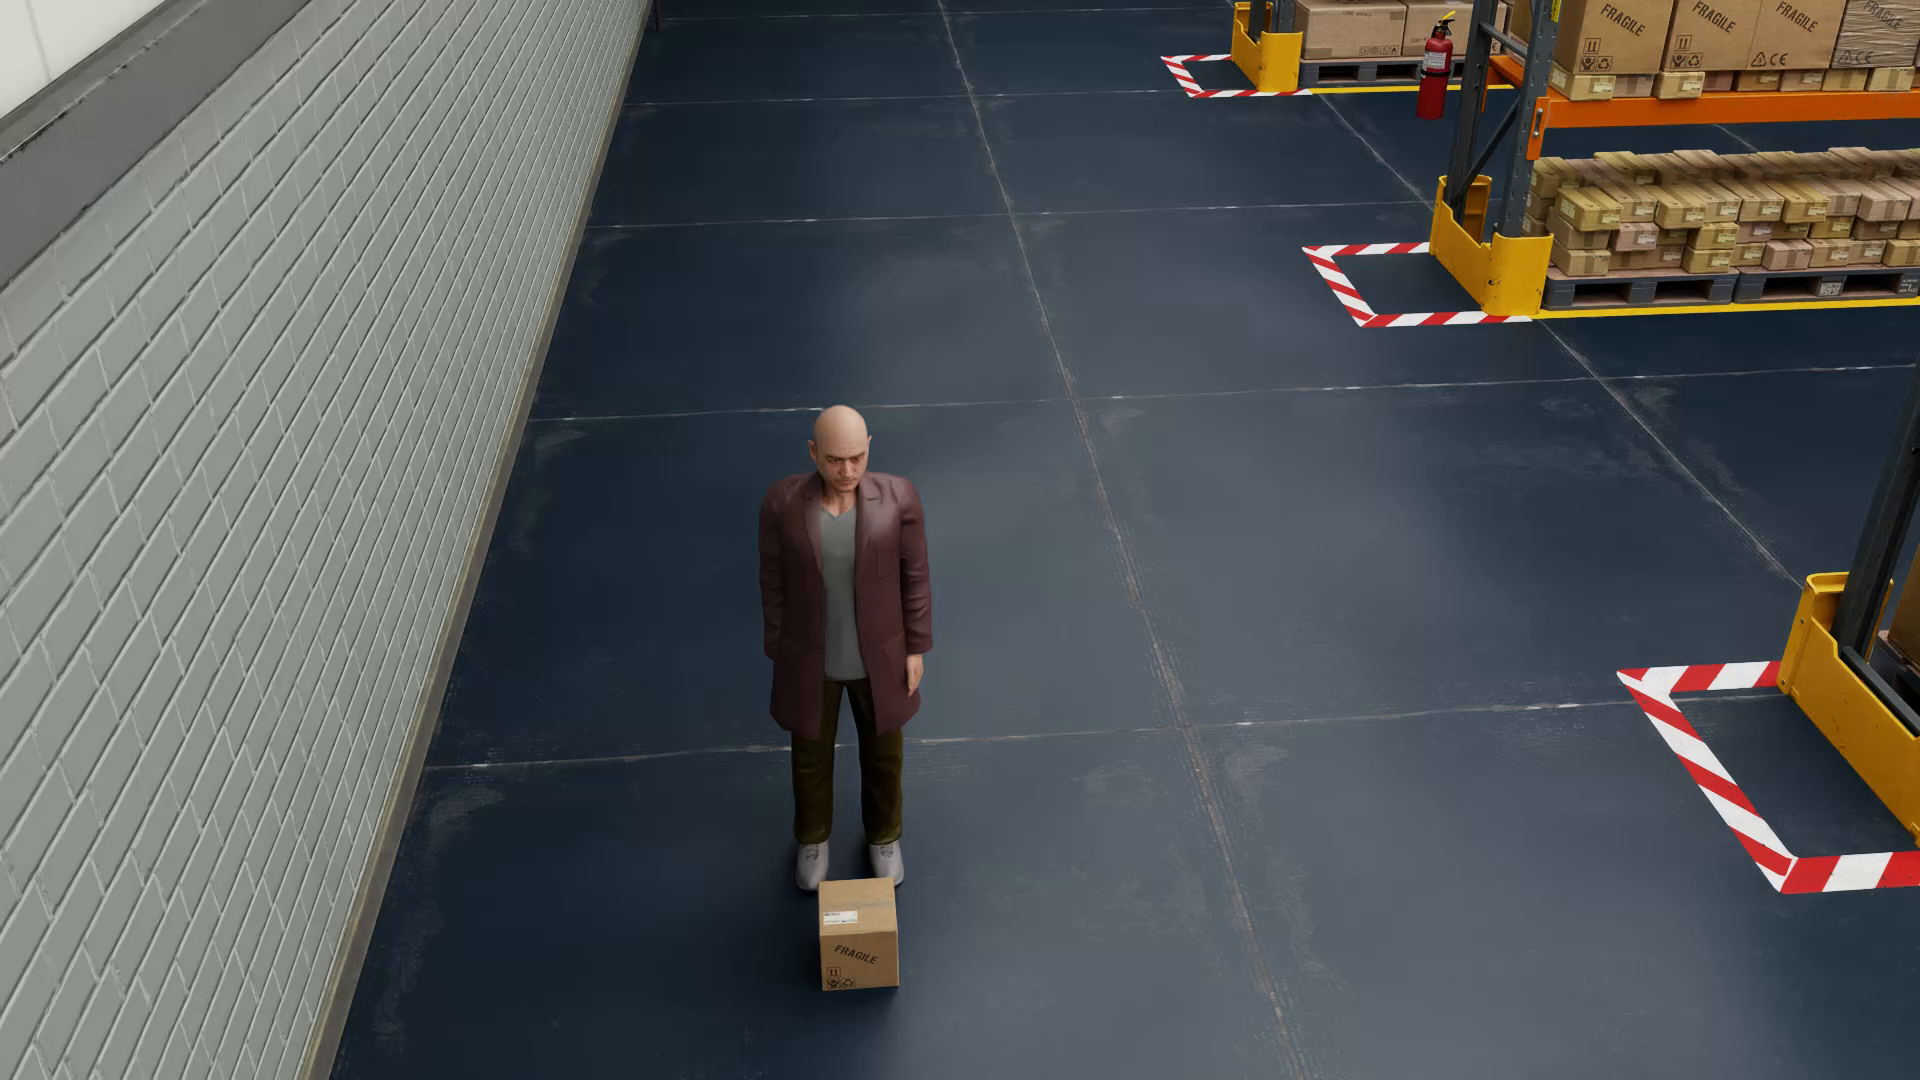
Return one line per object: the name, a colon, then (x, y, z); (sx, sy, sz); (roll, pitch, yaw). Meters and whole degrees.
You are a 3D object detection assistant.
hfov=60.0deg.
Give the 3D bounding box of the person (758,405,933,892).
person: (-0.368, 0.381, 5.508); (0.561, 1.775, 0.379); (-2, 31, -3)
